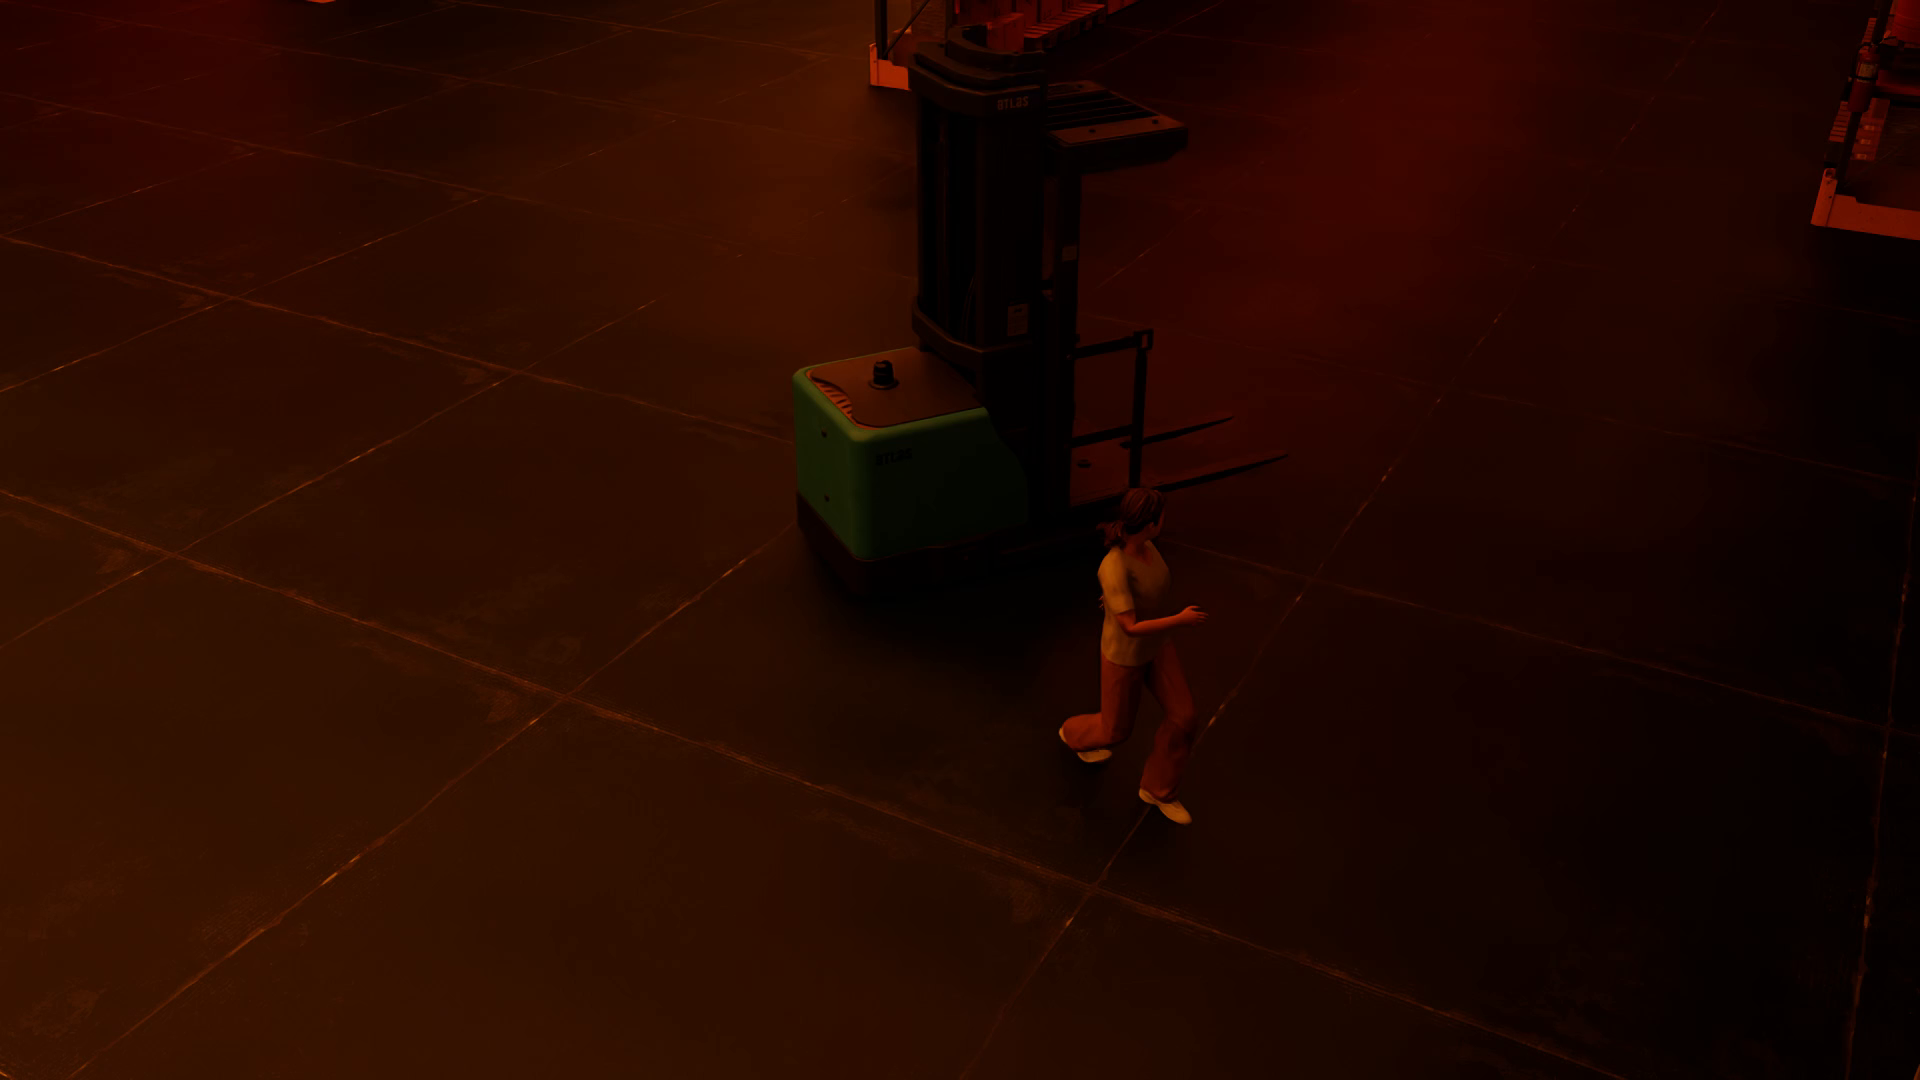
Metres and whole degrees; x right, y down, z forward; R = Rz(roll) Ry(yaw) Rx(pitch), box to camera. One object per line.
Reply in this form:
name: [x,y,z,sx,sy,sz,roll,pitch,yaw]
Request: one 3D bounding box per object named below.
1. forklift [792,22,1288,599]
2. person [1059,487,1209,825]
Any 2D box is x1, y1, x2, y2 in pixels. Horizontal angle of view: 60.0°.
forklift: [0.572,-1.435,9.557,3.031,2.935,1.130,-14,33,-23]
person: [0.808,0.483,7.609,0.495,1.589,0.836,-24,37,-35]
